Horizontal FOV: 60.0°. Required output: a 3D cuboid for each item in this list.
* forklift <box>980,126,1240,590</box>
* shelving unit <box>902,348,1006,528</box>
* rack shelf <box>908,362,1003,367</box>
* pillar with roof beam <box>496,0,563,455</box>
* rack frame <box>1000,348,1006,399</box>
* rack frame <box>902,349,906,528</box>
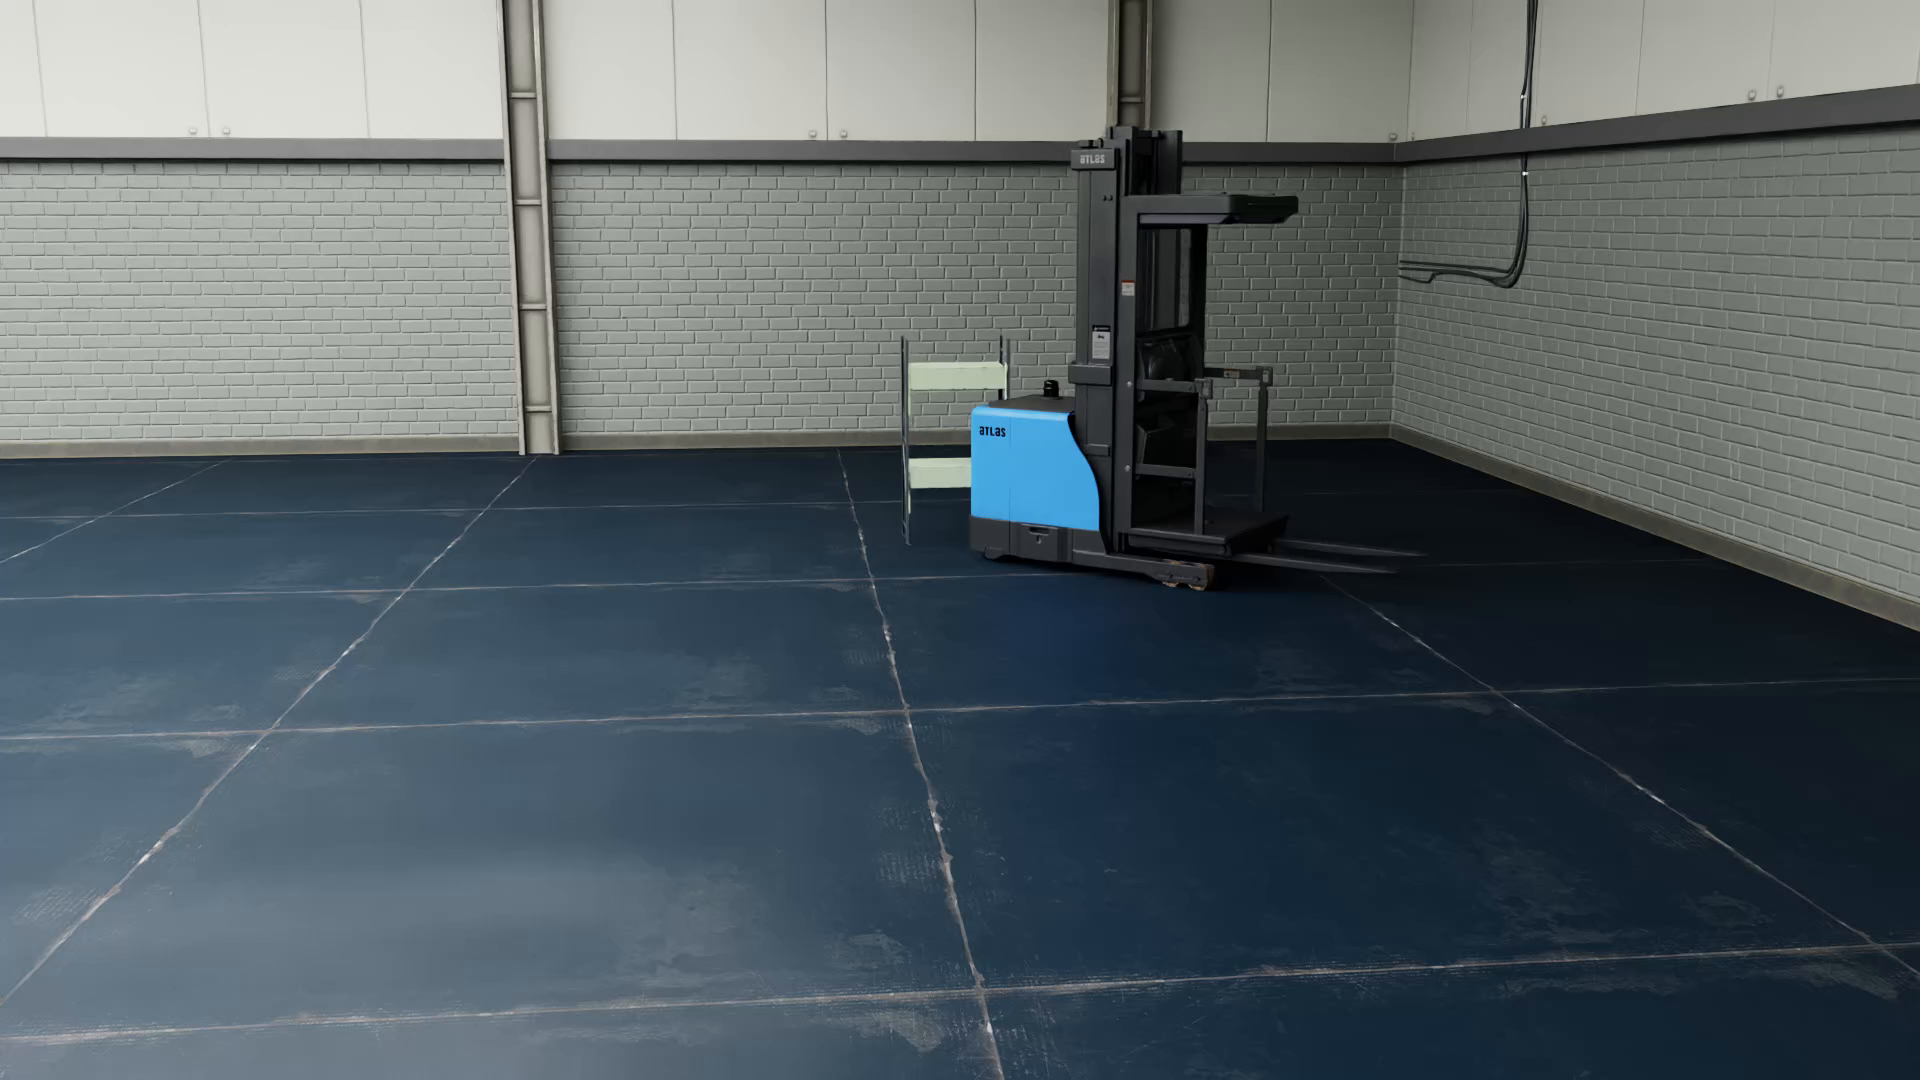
[{"bbox_3d":[1.575,-1.228,11.017,3.031,2.935,1.109,7,13,32],"label":"forklift"},{"bbox_3d":[-0.039,-0.741,12.251,0.742,1.308,0.380,-1,11,-6],"label":"shelving unit"},{"bbox_3d":[-0.039,-1.255,12.149,0.686,0.052,0.368,-1,11,-6],"label":"rack shelf"},{"bbox_3d":[-3.788,-4.481,11.833,0.400,9.000,9.100,-1,11,-6],"label":"pillar with roof beam"},{"bbox_3d":[0.324,-0.749,12.292,0.010,1.308,0.380,-1,11,-6],"label":"rack frame"},{"bbox_3d":[-0.403,-0.733,12.210,0.010,1.308,0.380,-1,11,-6],"label":"rack frame"}]
